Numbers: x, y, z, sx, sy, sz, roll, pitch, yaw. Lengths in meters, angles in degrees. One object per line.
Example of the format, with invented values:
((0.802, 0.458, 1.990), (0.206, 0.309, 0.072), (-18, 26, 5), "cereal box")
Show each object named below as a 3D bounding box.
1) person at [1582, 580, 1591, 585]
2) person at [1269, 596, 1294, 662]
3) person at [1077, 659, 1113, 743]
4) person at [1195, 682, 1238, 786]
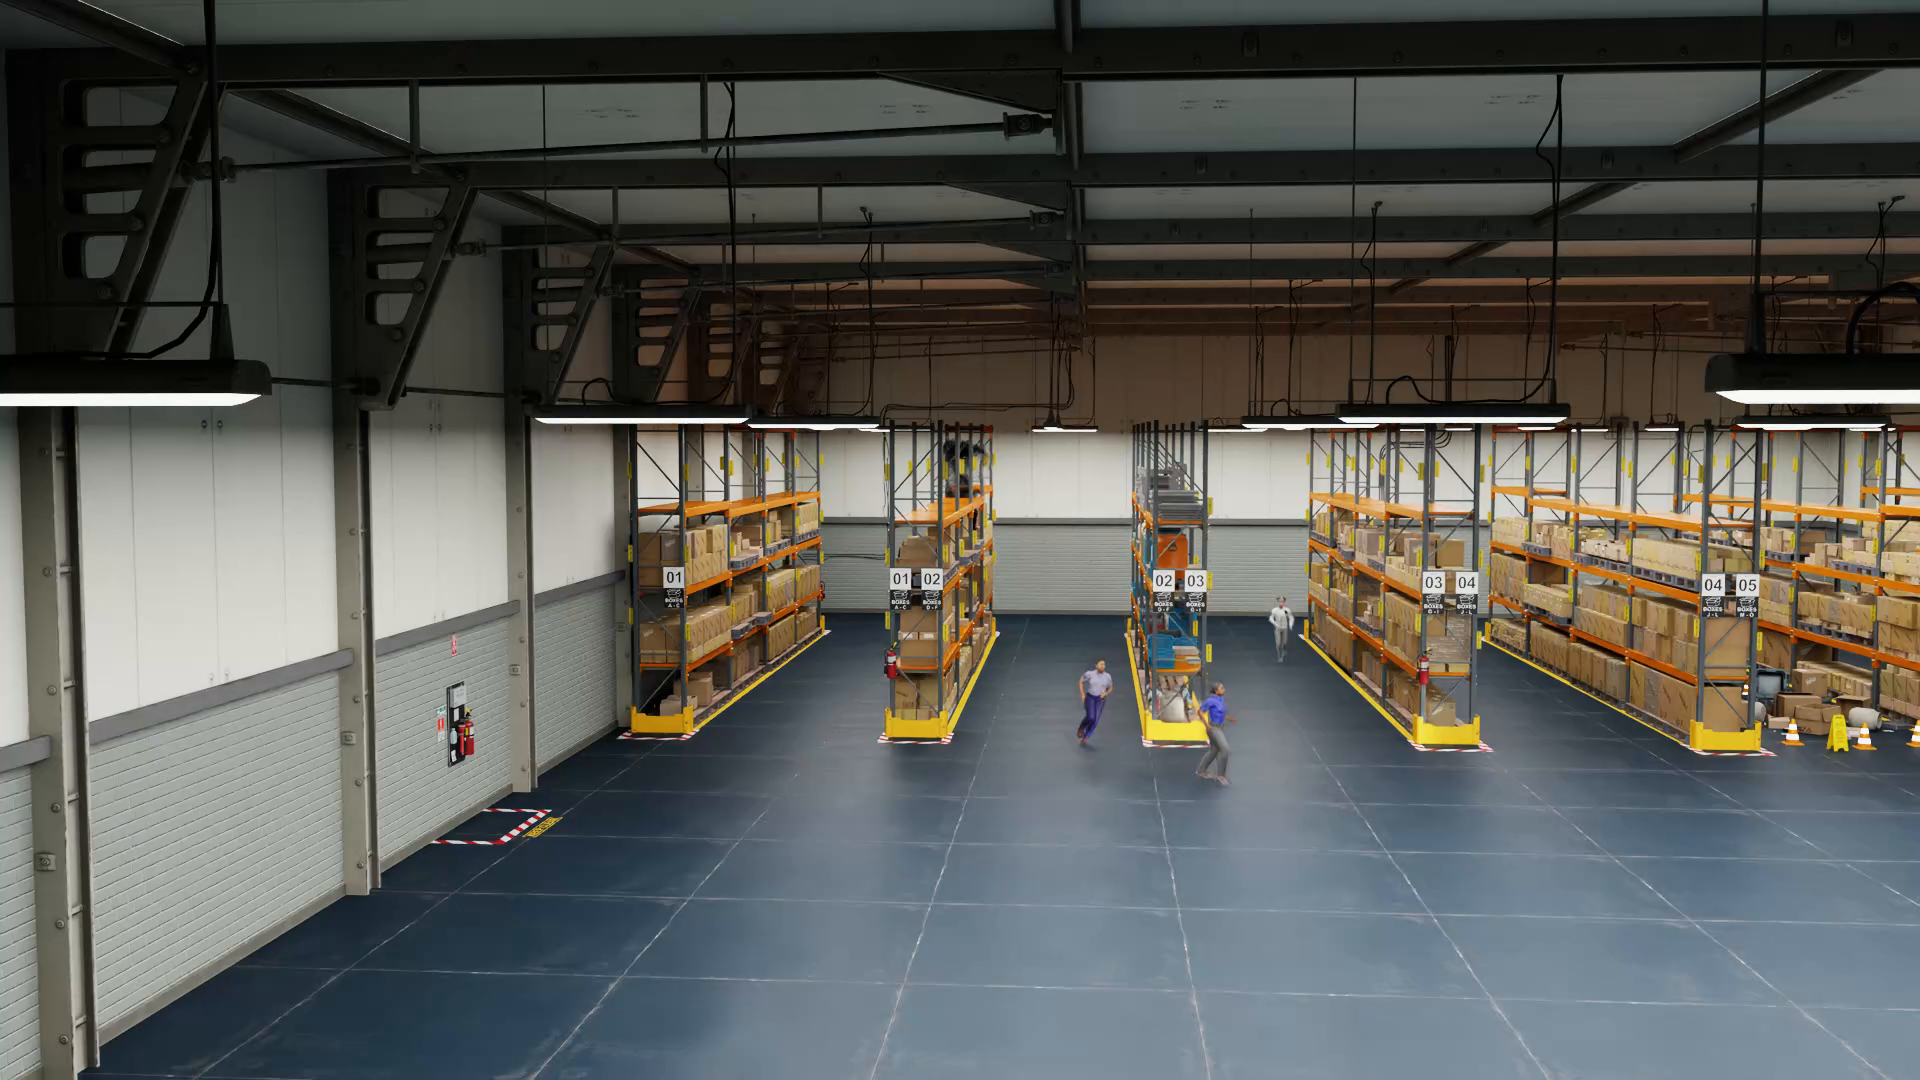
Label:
((16.876, 1.990, 44.921), (0.692, 1.796, 0.889), (0, 4, -1), "person")
((8.114, 2.249, 41.961), (0.612, 1.658, 0.548), (1, 4, 11), "person")
((2.520, 2.987, 30.851), (0.671, 1.562, 0.546), (-1, 4, -12), "person")
((4.195, 3.185, 27.310), (0.726, 1.721, 0.586), (2, 4, 27), "person")
